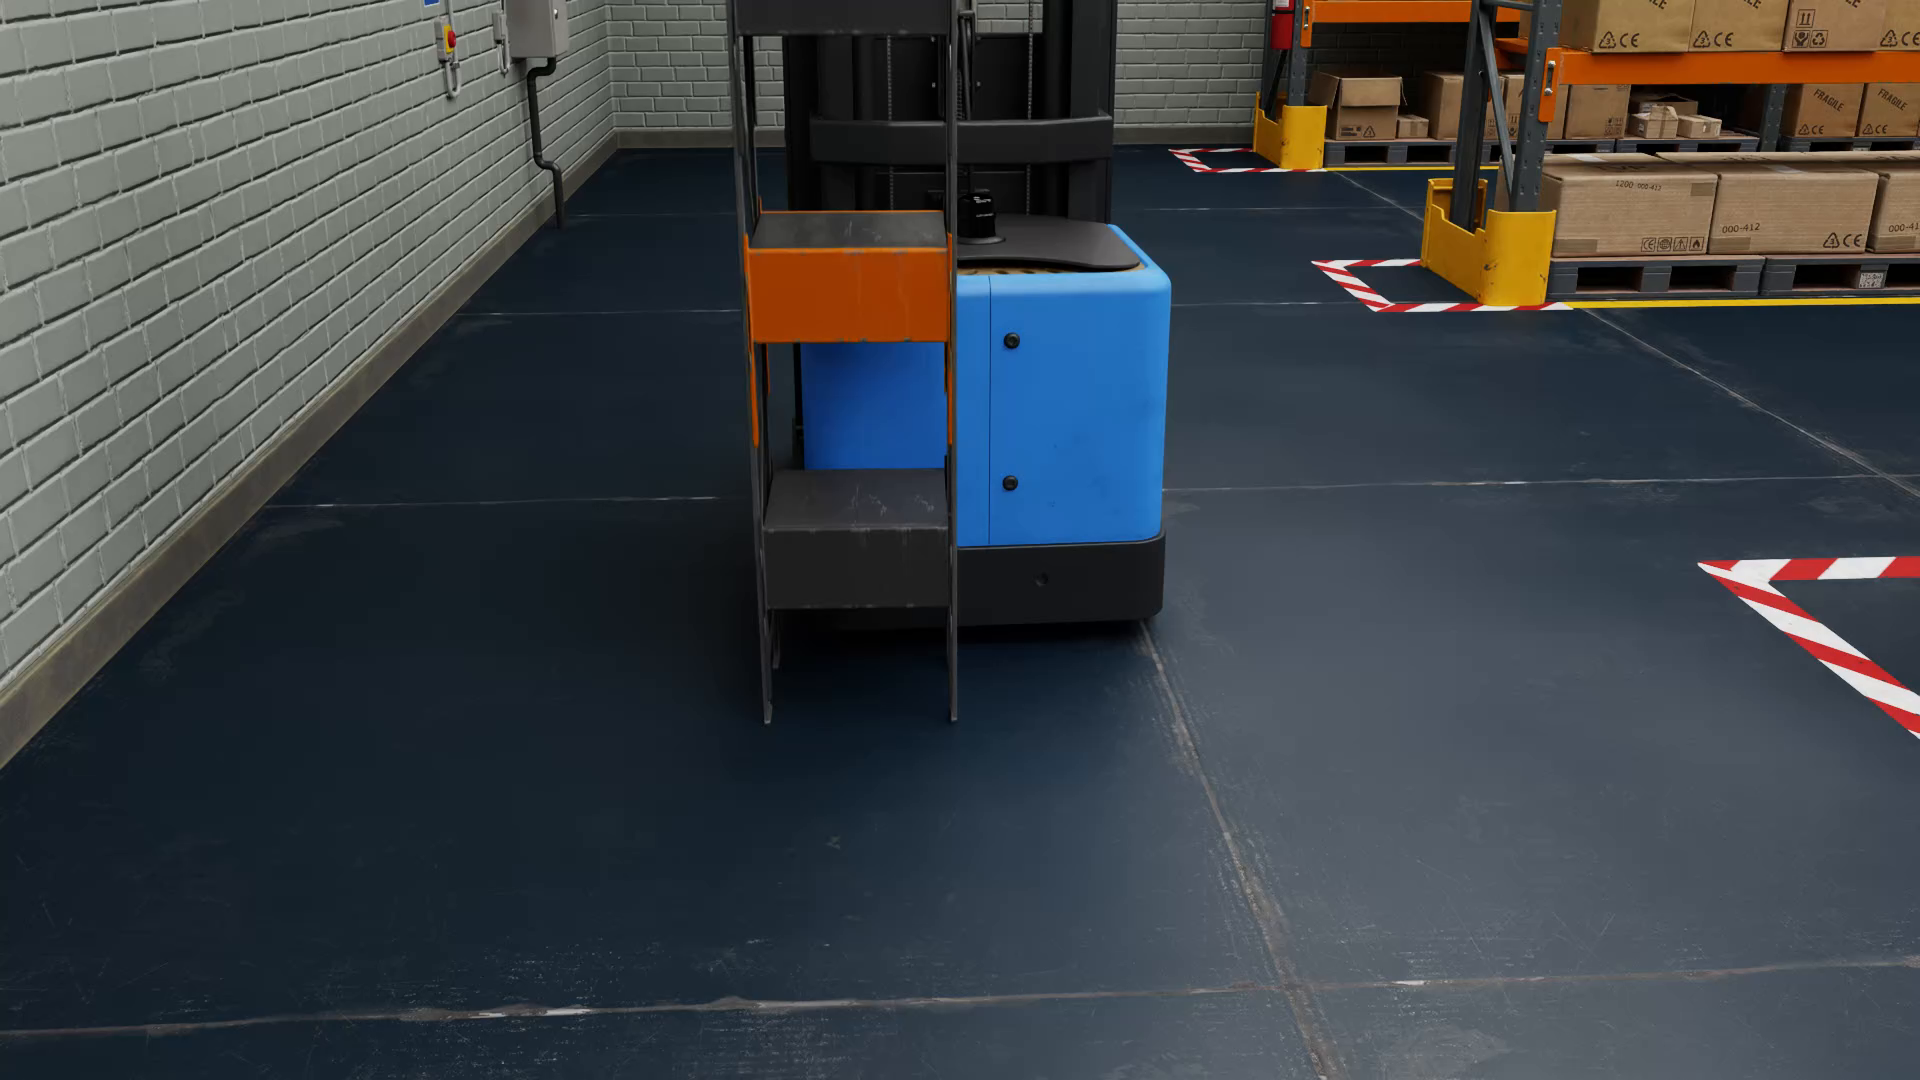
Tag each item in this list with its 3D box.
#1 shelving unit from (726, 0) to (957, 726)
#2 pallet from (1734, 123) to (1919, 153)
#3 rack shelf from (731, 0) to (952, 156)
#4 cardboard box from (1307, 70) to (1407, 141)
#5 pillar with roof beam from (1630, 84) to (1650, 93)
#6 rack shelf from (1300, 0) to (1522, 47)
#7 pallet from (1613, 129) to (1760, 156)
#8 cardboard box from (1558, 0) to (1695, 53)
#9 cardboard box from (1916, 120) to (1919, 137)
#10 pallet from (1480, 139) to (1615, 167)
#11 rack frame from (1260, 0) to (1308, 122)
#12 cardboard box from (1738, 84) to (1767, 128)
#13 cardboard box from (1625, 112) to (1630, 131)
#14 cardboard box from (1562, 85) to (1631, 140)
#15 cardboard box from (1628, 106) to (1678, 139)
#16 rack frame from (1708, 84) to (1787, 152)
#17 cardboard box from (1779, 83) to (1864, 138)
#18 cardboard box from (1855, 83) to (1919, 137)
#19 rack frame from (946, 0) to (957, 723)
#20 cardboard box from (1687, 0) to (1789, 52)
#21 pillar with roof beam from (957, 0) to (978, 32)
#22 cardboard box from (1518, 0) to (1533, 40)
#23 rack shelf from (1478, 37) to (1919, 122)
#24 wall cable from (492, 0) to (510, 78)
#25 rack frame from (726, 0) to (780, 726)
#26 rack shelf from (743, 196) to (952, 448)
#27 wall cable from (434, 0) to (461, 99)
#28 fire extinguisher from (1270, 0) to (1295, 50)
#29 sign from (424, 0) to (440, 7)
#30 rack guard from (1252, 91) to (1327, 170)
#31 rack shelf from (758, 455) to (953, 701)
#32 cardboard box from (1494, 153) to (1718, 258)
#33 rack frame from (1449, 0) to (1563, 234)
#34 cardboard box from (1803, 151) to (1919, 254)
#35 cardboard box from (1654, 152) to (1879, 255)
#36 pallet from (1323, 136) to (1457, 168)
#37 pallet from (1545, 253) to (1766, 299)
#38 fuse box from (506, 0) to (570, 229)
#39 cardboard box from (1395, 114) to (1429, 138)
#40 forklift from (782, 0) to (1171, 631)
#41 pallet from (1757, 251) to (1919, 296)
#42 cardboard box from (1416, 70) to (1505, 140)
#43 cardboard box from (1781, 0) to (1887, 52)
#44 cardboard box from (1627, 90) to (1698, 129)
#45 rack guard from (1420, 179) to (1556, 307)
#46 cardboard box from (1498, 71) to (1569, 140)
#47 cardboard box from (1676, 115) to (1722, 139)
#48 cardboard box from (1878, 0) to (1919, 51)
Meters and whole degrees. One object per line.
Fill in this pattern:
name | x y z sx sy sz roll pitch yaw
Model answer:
shelving unit | -0.265 -0.559 4.108 0.503 2.100 0.431 -1 24 -2
pallet | 7.492 -3.433 14.342 1.213 0.211 1.003 -1 21 -3
rack shelf | -0.264 -1.187 3.830 0.480 0.518 0.431 -1 24 -2
cardboard box | 3.304 -3.634 13.867 0.637 0.503 0.797 -2 21 -5
pillar with roof beam | 6.181 -6.287 9.487 0.400 9.000 9.100 -1 21 -3
rack shelf | 4.685 -4.330 13.788 4.000 0.370 1.077 -1 21 -3
pallet | 5.996 -3.390 14.227 1.213 0.211 1.003 -1 21 -3
cardboard box | 3.471 -2.817 8.662 0.500 0.500 0.500 -1 21 -3
cardboard box | 8.207 -3.687 14.013 0.500 0.500 0.500 -2 21 -5
pallet | 4.775 -3.364 14.160 1.213 0.211 1.003 -1 21 -3
rack frame | 2.688 -4.625 13.554 0.127 3.000 1.000 -1 21 -3
cardboard box | 7.155 -3.850 14.439 0.500 0.500 0.500 -1 21 -3
cardboard box | 5.576 -3.632 14.362 0.250 0.149 0.380 -1 21 -4
cardboard box | 5.196 -3.657 13.933 0.500 0.500 0.700 -2 21 -5
cardboard box | 5.786 -3.502 13.856 0.258 0.266 0.396 0 21 -1
rack frame | 6.682 -4.706 13.767 0.127 3.000 1.000 -1 21 -3
cardboard box | 7.177 -3.664 13.953 0.500 0.500 0.500 0 21 -1
cardboard box | 7.708 -3.679 13.991 0.500 0.500 0.500 -1 21 -4
rack frame | -0.021 -0.562 4.115 0.015 2.100 0.400 -1 24 -2
cardboard box | 3.974 -2.837 8.715 0.500 0.500 0.500 -1 21 -4
pillar with roof beam | 0.191 -6.165 9.167 0.400 9.000 9.100 -1 21 -3
cardboard box | 3.442 -3.013 9.177 0.500 0.500 0.500 -1 21 -3
rack shelf | 4.972 -2.566 9.157 4.000 0.370 1.077 -1 21 -3
wall cable | -2.746 -3.718 9.742 0.122 1.984 0.588 -1 21 -3
rack frame | -0.509 -0.556 4.100 0.015 2.100 0.400 -1 24 -2
rack shelf | -0.265 -0.547 4.113 0.480 0.518 0.431 -1 24 -2
wall cable | -2.653 -3.229 8.414 0.123 1.953 0.585 -1 21 -3
fire extinguisher | 2.568 -4.248 13.195 0.183 0.674 0.296 -1 21 -3
sign | -2.711 -2.847 8.504 0.001 0.218 0.327 -1 21 -3
rack guard | 2.764 -3.459 14.002 0.348 0.500 1.175 -1 21 -3
rack shelf | -0.266 0.093 4.396 0.480 0.518 0.431 -1 24 -2
cardboard box | 3.628 -1.910 9.432 0.875 0.438 0.875 -2 21 -5
rack frame | 2.975 -2.862 8.923 0.127 3.000 1.000 -1 21 -3
cardboard box | 5.442 -1.949 9.535 0.875 0.438 0.875 -2 21 -5
cardboard box | 4.542 -1.931 9.489 0.875 0.438 0.875 -1 21 -2
pallet | 3.560 -3.340 14.097 1.213 0.211 1.003 -1 21 -3
pallet | 3.769 -1.603 9.534 1.213 0.211 1.003 -1 21 -3
fuse box | -2.627 -2.886 10.797 0.414 1.711 0.539 -1 21 -3
cardboard box | 3.731 -3.463 13.917 0.250 0.149 0.380 -2 21 -5
forklift | -0.059 -1.593 5.685 1.130 2.935 3.031 -2 21 -5
pallet | 4.984 -1.627 9.597 1.213 0.211 1.003 -1 21 -3
cardboard box | 4.160 -3.636 13.877 0.500 0.500 0.700 0 21 -1
cardboard box | 4.483 -2.841 8.726 0.500 0.500 0.500 -1 21 -3
cardboard box | 6.009 -3.717 14.356 0.500 0.311 0.500 0 21 -1
rack guard | 2.951 -1.693 9.366 0.348 0.500 1.175 -1 21 -3
cardboard box | 4.693 -3.611 13.812 0.500 0.500 0.500 -1 21 -2
cardboard box | 6.142 -3.455 13.896 0.250 0.149 0.380 -2 21 -5
cardboard box | 4.982 -2.857 8.768 0.500 0.500 0.500 0 21 -1
